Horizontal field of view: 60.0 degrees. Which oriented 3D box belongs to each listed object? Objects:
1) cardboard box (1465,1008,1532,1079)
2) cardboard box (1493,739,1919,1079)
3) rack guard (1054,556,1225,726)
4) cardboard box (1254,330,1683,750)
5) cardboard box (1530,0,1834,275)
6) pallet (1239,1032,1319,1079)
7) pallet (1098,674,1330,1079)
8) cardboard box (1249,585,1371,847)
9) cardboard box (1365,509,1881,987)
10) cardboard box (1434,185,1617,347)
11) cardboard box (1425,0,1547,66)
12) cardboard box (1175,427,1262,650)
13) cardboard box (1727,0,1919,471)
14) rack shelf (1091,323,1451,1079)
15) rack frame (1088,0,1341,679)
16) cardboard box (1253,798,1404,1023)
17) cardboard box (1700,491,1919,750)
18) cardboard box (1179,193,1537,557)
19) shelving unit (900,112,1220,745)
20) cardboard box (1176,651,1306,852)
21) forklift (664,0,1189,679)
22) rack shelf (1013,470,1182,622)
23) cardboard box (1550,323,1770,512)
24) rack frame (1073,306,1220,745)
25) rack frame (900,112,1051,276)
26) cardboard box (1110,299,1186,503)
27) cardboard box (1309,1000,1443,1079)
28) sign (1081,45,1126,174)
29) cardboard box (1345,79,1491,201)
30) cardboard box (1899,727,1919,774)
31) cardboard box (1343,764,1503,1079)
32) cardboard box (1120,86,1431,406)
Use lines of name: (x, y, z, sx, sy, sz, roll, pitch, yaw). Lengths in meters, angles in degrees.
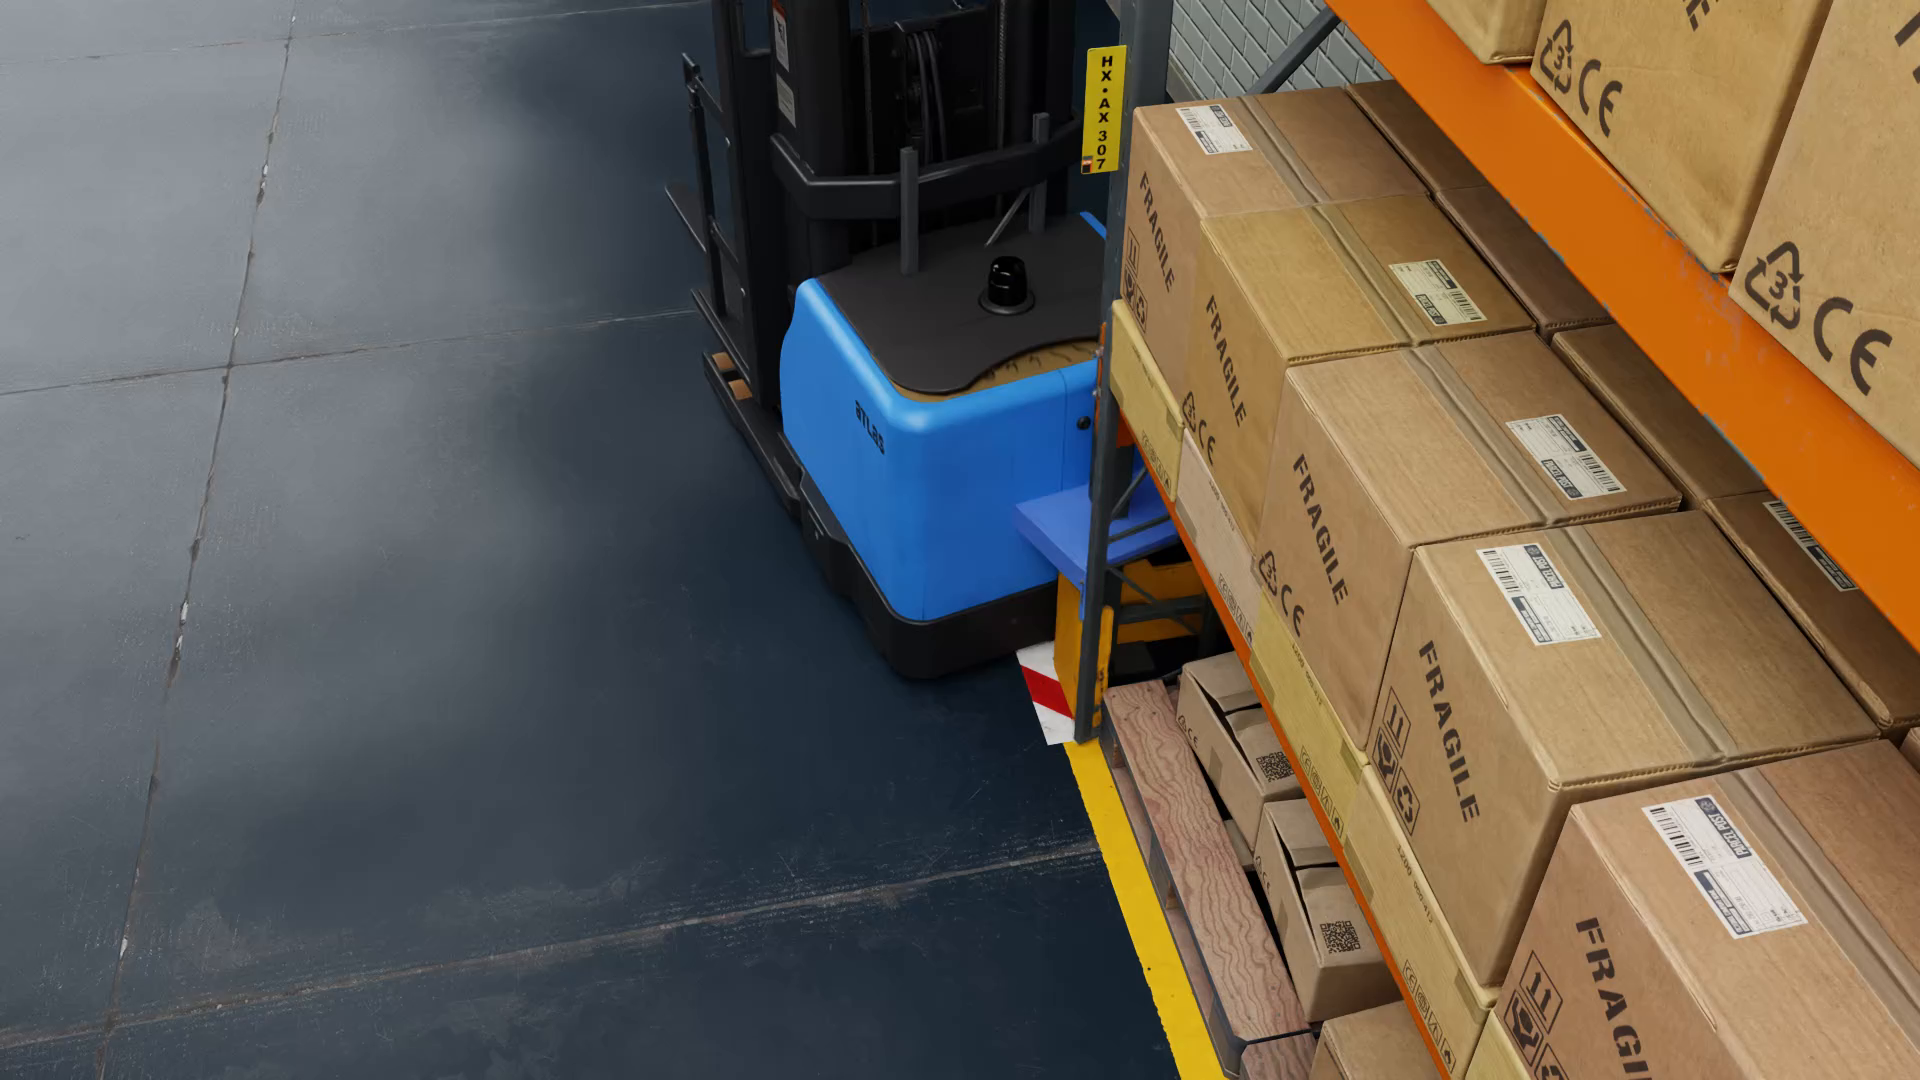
cardboard box: (1.120, 0.944, 2.525, 0.500, 0.250, 0.500, -9, 42, -10)
cardboard box: (1.126, 0.662, 2.277, 0.500, 0.500, 0.500, -9, 42, -11)
rack guard: (0.894, 0.198, 5.150, 1.175, 0.500, 0.348, -8, 42, -9)
cardboard box: (0.890, -0.008, 3.032, 0.500, 0.500, 0.500, -10, 42, -11)
cardboard box: (1.039, -0.666, 1.891, 0.500, 0.500, 0.500, -6, 42, -7)
pallet: (1.295, 1.627, 3.758, 1.003, 0.211, 1.213, -8, 42, -9)
pallet: (1.035, 0.838, 4.647, 1.003, 0.211, 1.213, -8, 42, -9)
cardboard box: (0.903, 0.290, 3.262, 0.500, 0.250, 0.500, -9, 42, -10)
cardboard box: (1.013, 0.325, 2.657, 0.500, 0.500, 0.500, -7, 42, -8)
cardboard box: (1.286, -0.415, 3.491, 0.500, 0.500, 0.500, -8, 42, -9)
cardboard box: (0.903, -1.011, 2.279, 0.500, 0.500, 0.500, -7, 42, -7)
cardboard box: (0.799, -0.041, 3.634, 0.500, 0.250, 0.500, -10, 42, -11)
cardboard box: (1.138, -0.335, 1.518, 0.500, 0.500, 0.500, -10, 43, -11)
rack shelf: (1.310, 0.780, 3.154, 1.077, 0.370, 4.000, -8, 42, -9)
rack frame: (0.878, -0.786, 4.376, 1.000, 3.000, 0.127, -8, 42, -9)
cardboard box: (1.062, 0.886, 4.186, 0.500, 0.311, 0.500, -5, 42, -6)
cardboard box: (1.511, 0.246, 2.746, 0.500, 0.500, 0.500, -8, 42, -9)
cardboard box: (0.784, -0.343, 3.410, 0.500, 0.500, 0.500, -8, 42, -9)
shelving unit: (0.306, -0.331, 4.980, 0.538, 1.500, 1.048, -21, 43, -25)
cardboard box: (0.939, 0.517, 4.603, 0.500, 0.311, 0.500, -13, 43, -14)
forklift: (-0.329, -1.645, 5.396, 1.130, 2.935, 3.031, -17, 44, -18)
rack shelf: (0.304, -0.190, 5.092, 0.538, 0.185, 1.000, -21, 43, -25)
cardboard box: (1.402, -0.080, 3.114, 0.500, 0.500, 0.500, -9, 42, -10)
rack frame: (0.572, -0.057, 4.644, 0.500, 1.500, 0.032, -21, 43, -25)
rack frame: (0.040, -0.604, 5.315, 0.500, 1.500, 0.032, -21, 43, -25)
cardboard box: (0.673, -0.375, 4.011, 0.500, 0.250, 0.500, -9, 42, -11)
cardboard box: (1.172, 1.298, 3.580, 0.700, 0.500, 0.500, -11, 43, -12)
sign: (0.348, -1.032, 4.001, 0.100, 0.325, 0.005, -8, 42, -9)
cardboard box: (1.187, -0.743, 3.860, 0.500, 0.500, 0.500, -9, 42, -10)
cardboard box: (1.634, 0.581, 2.369, 0.500, 0.500, 0.500, -7, 42, -8)
cardboard box: (1.010, 0.618, 2.892, 0.500, 0.250, 0.500, -8, 42, -9)
cardboard box: (0.687, -0.665, 3.773, 0.500, 0.500, 0.500, -8, 42, -9)
